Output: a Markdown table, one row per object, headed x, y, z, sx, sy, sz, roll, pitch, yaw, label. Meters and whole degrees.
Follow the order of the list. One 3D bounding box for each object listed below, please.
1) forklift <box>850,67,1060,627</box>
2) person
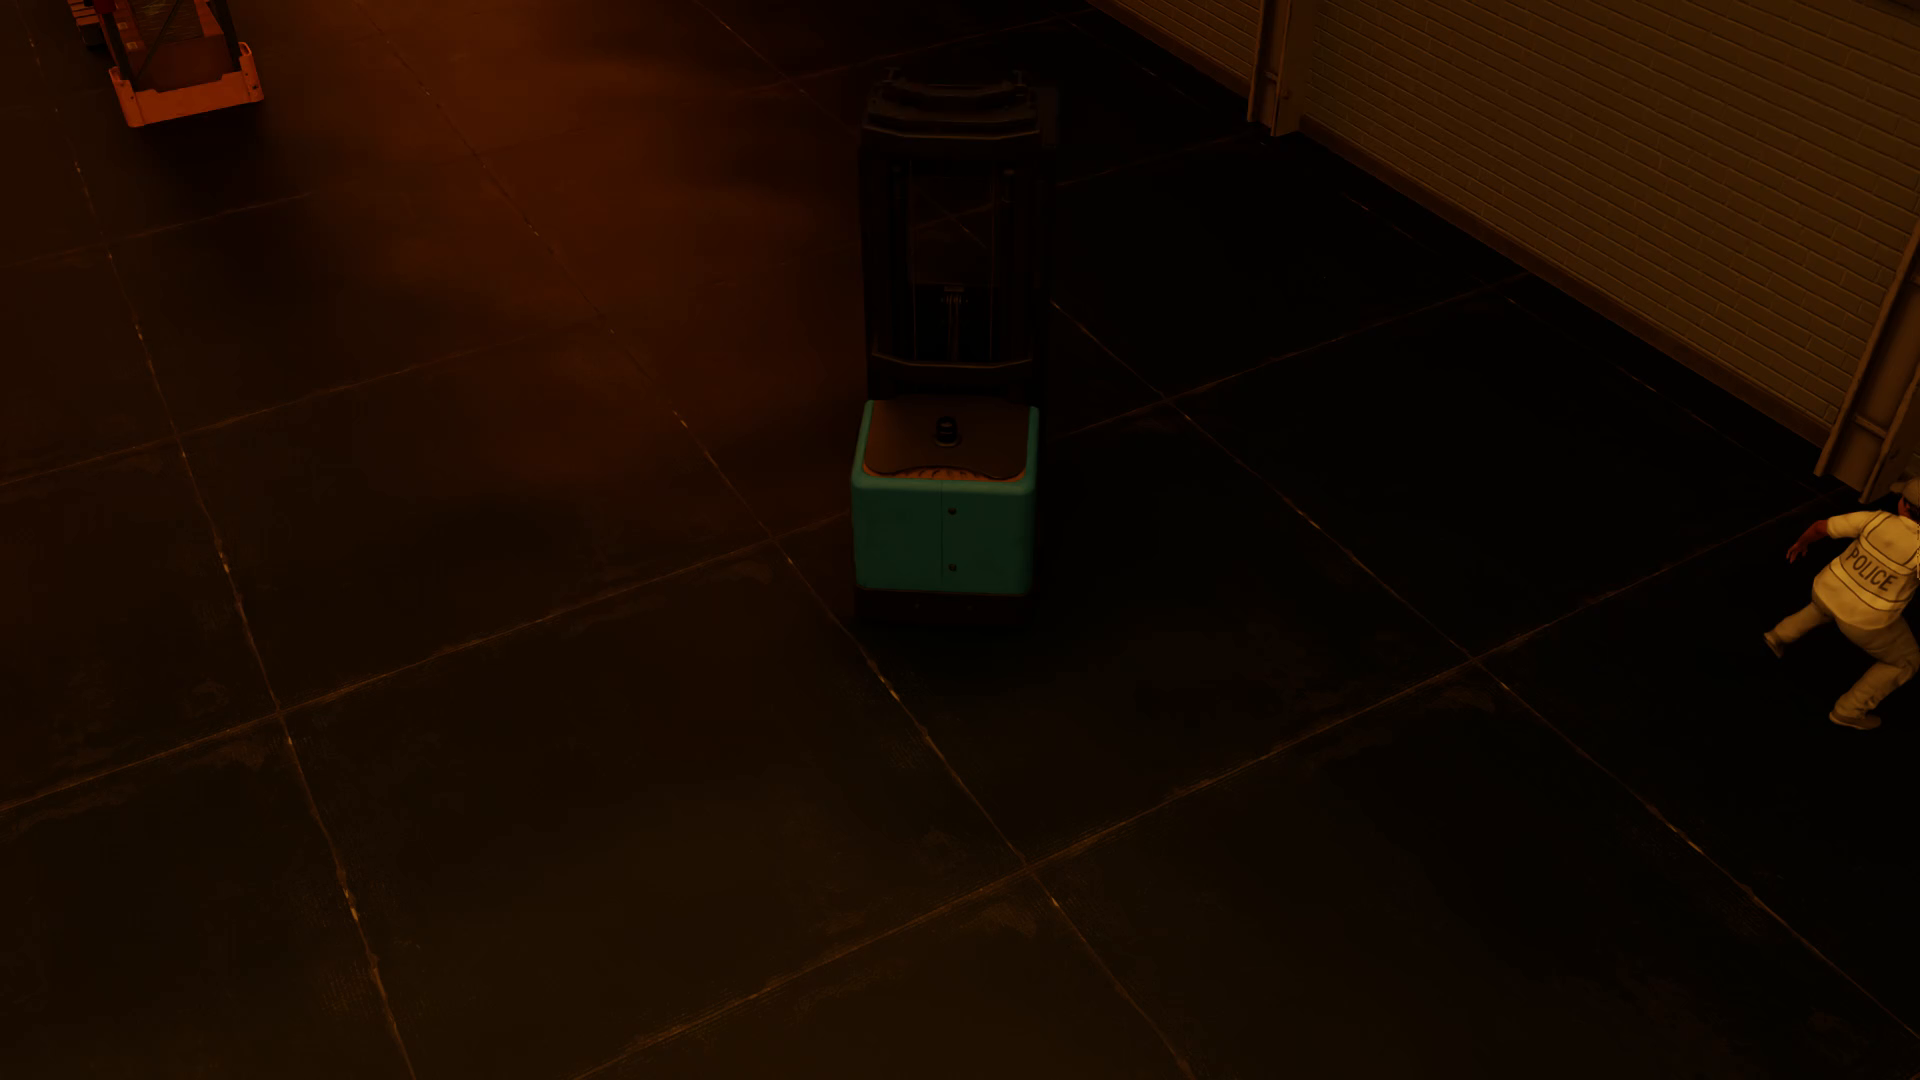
| x | y | z | sx | sy | sz | roll | pitch | yaw | label |
| --- | --- | --- | --- | --- | --- | --- | --- | --- | --- |
| 0.000 | -1.550 | 9.905 | 1.130 | 2.935 | 3.031 | 2 | 40 | 3 | forklift |
| 4.809 | 0.299 | 8.789 | 0.527 | 1.554 | 0.871 | -15 | 42 | -17 | person |
